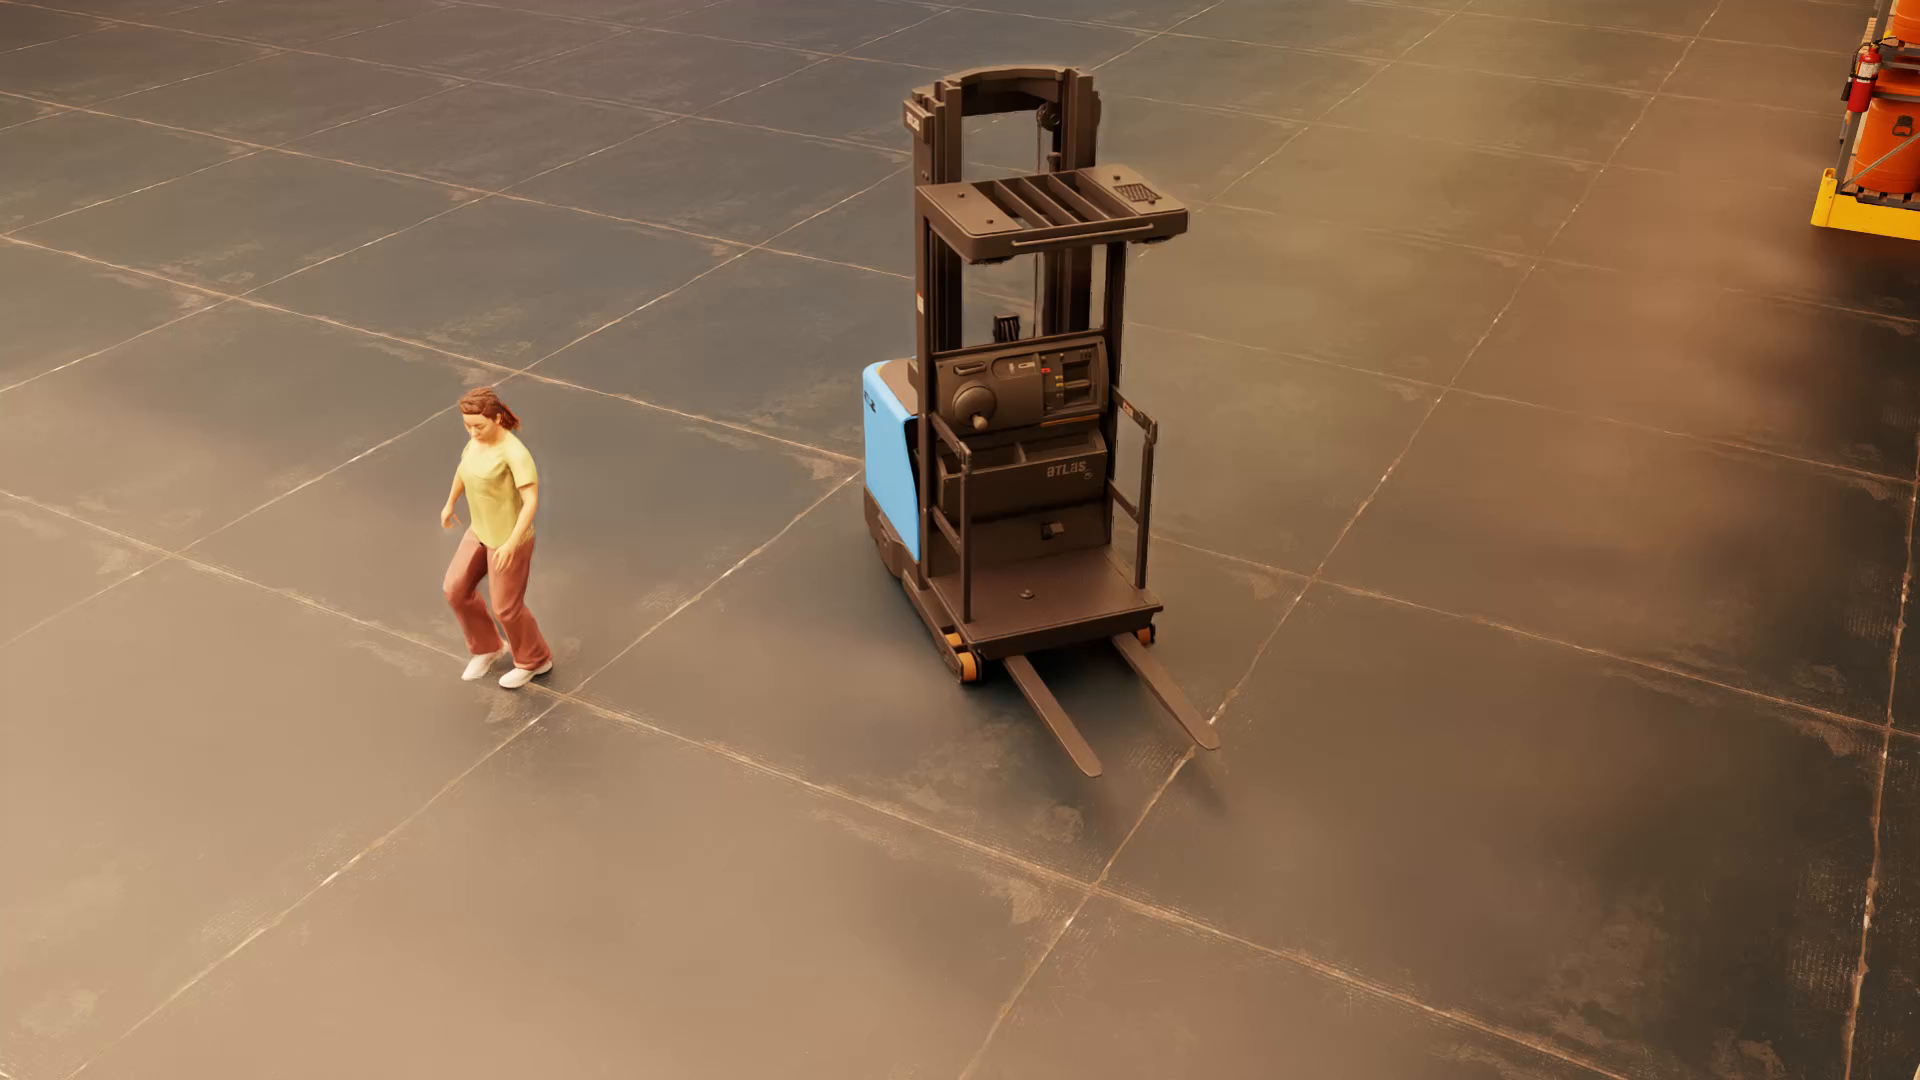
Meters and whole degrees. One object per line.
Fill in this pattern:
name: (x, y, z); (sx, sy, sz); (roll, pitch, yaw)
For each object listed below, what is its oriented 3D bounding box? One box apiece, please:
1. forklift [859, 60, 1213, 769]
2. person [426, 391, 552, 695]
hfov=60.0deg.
forklift: (0.376, -0.786, 8.433); (1.130, 2.935, 3.031); (-10, 32, -17)
person: (-2.461, 0.046, 8.315); (0.632, 1.691, 0.901); (-23, 37, -34)
